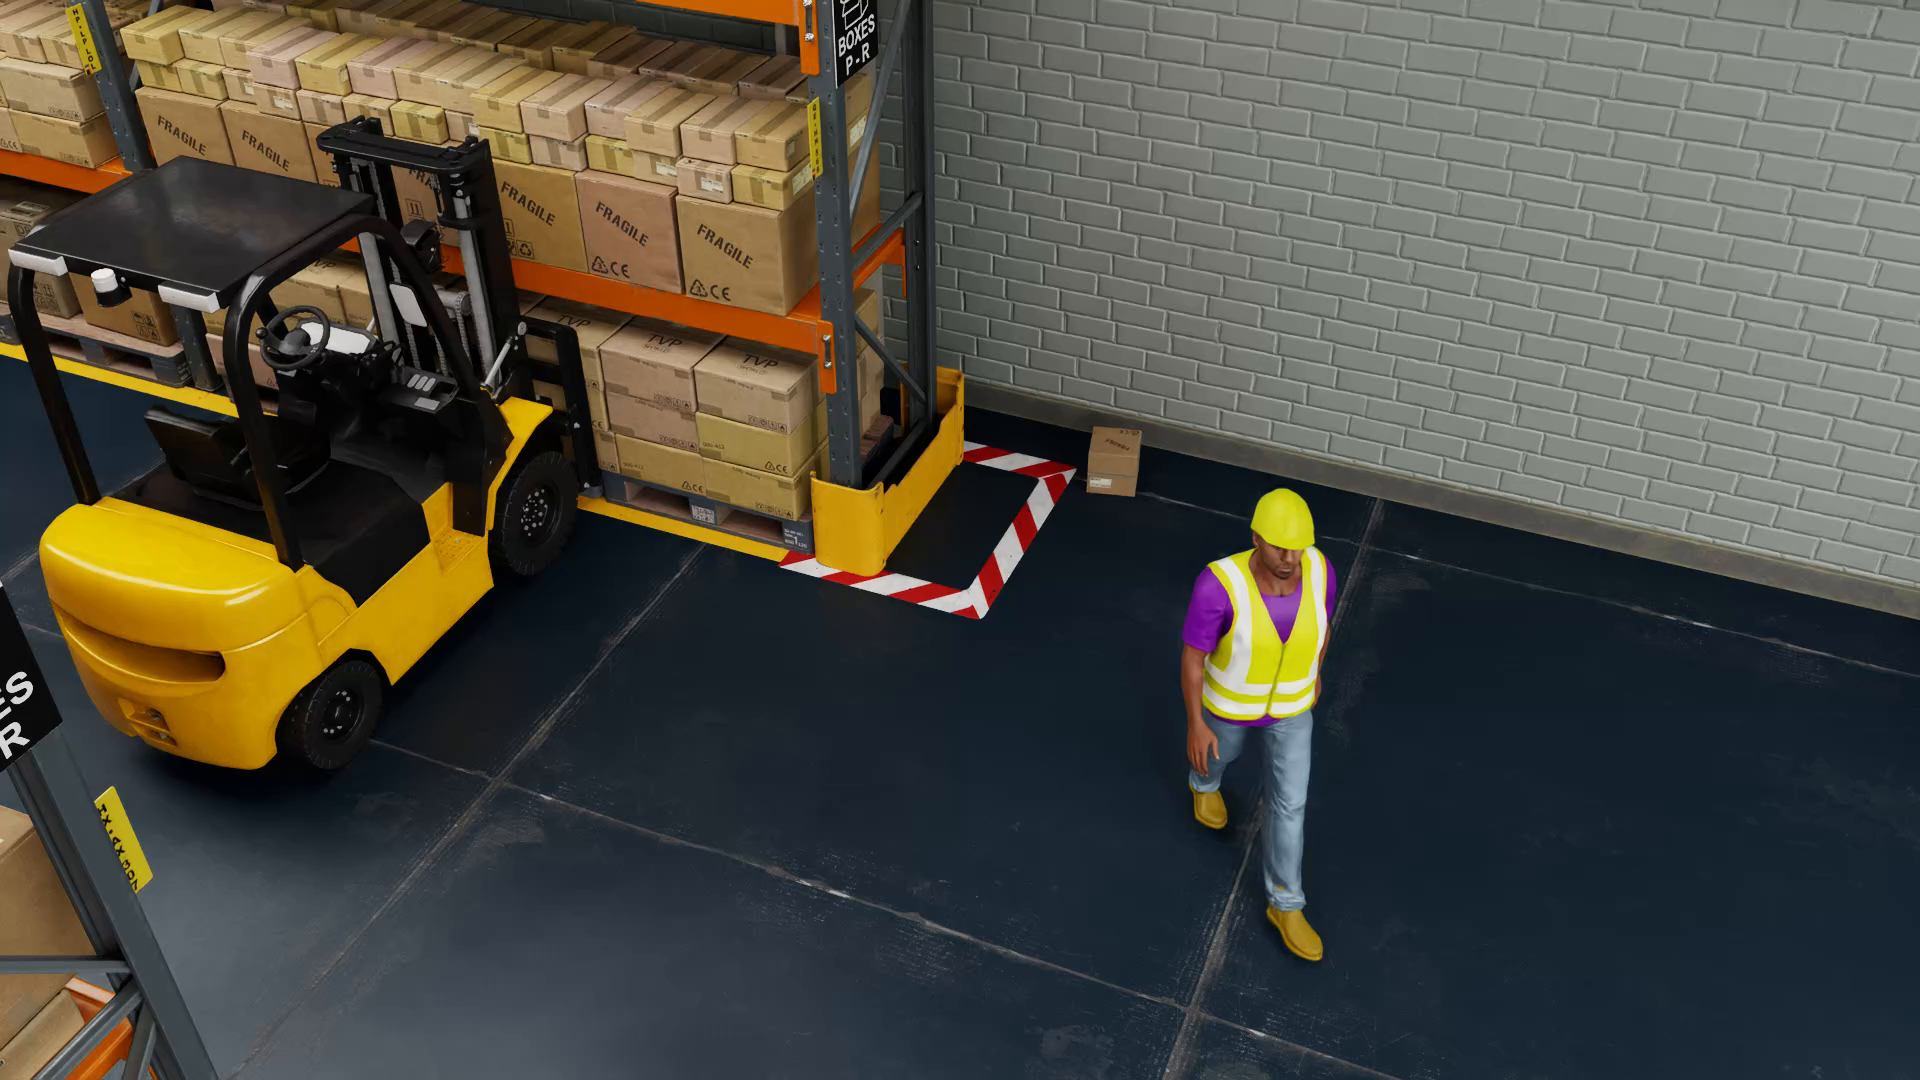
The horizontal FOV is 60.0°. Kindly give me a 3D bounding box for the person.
[{"bbox_3d":[1.086,0.607,5.983,0.609,1.711,1.002,-5,38,-6],"label":"person"}]
